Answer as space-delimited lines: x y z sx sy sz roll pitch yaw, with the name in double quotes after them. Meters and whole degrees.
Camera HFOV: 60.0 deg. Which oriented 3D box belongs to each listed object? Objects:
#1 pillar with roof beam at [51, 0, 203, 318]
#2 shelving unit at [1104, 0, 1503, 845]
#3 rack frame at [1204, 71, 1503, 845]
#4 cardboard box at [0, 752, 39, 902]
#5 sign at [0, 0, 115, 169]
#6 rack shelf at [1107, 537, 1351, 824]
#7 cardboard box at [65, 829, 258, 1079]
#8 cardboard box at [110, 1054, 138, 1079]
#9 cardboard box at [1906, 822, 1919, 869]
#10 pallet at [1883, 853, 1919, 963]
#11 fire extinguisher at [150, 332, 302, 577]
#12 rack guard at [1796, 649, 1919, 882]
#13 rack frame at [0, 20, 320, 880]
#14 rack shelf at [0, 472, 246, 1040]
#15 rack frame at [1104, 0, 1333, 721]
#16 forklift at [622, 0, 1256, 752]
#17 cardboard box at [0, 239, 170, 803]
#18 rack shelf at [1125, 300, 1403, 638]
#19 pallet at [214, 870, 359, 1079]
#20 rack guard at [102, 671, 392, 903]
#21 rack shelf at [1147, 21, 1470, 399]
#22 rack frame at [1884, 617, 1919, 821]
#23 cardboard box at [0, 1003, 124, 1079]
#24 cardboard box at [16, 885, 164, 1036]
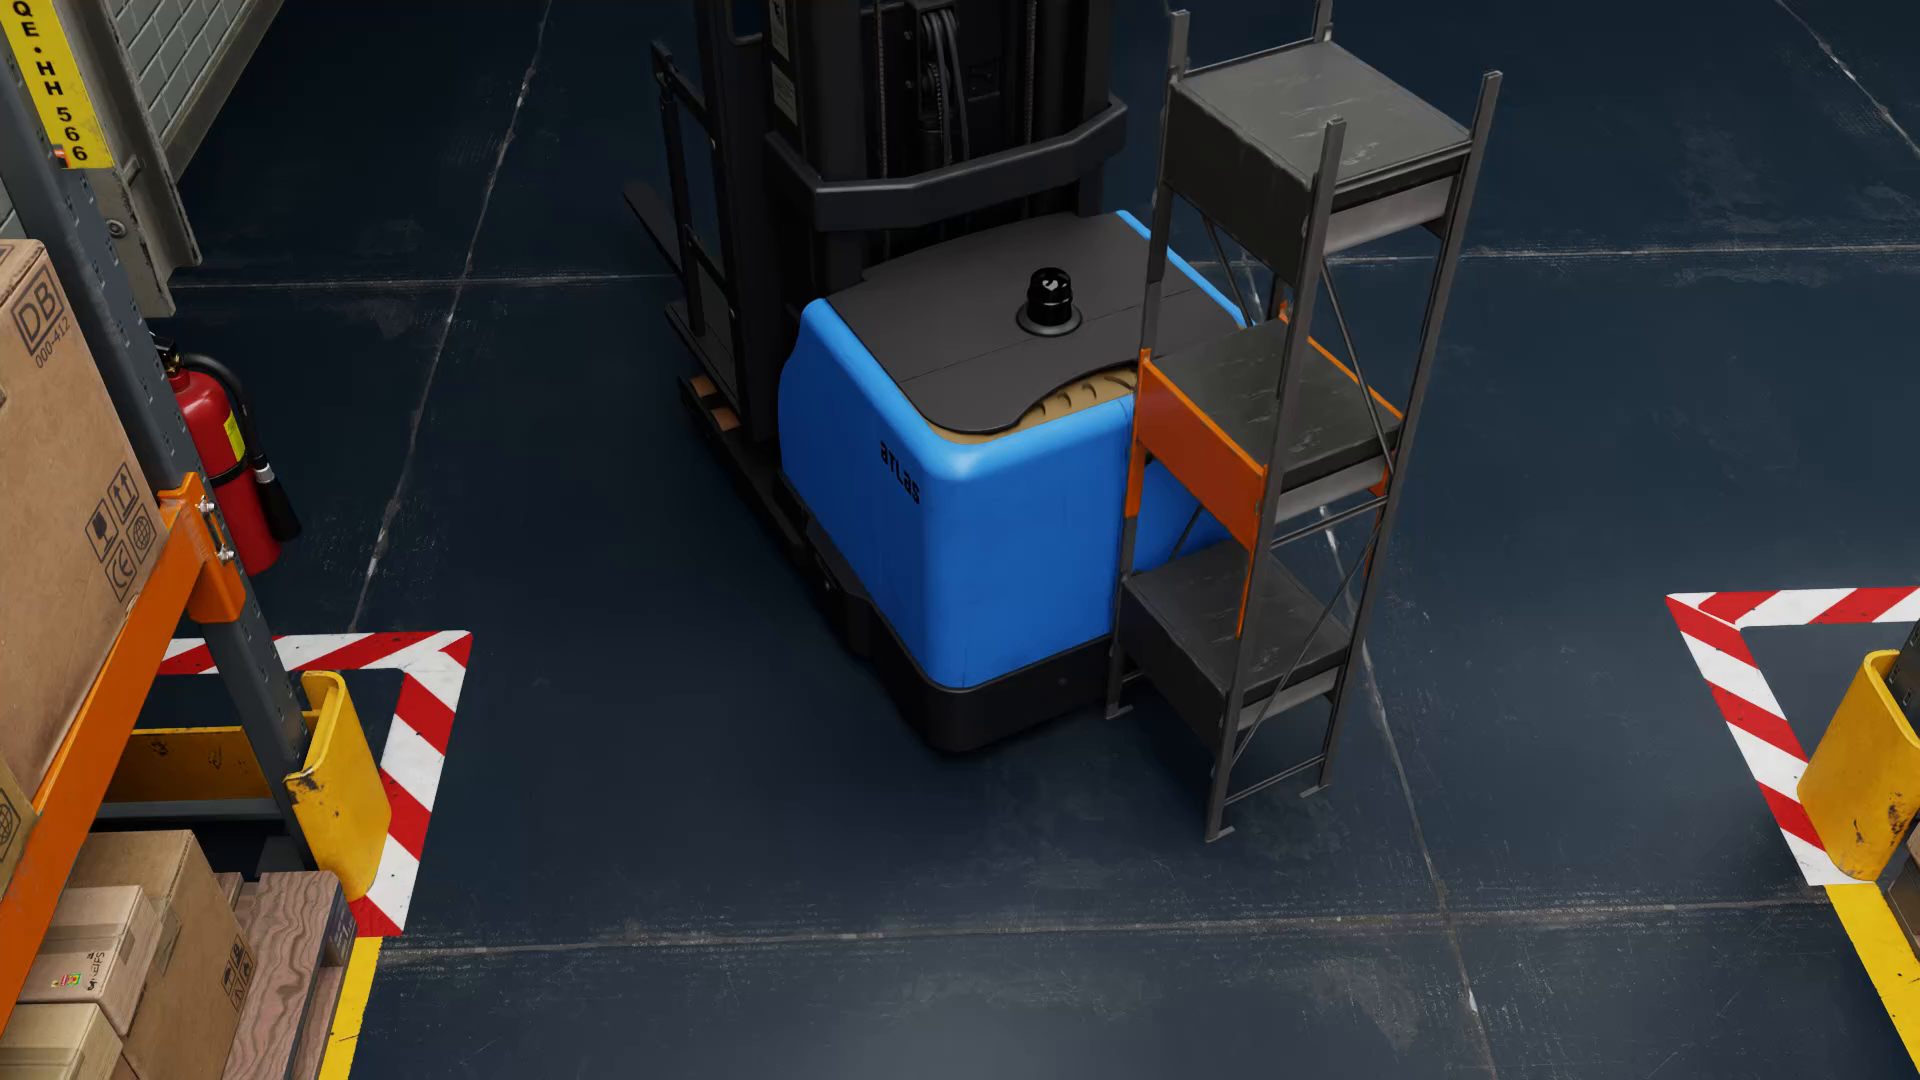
1.223 -4.396 3.386 9.100 9.000 0.400 -2 43 -2 "pillar with roof beam"
0.708 -0.181 3.891 0.431 2.100 0.503 -20 47 -21 "shelving unit"
0.825 -0.036 3.735 0.400 2.100 0.015 -20 47 -21 "rack frame"
-2.025 0.461 2.305 0.980 0.700 0.700 -2 43 -2 "cardboard box"
-1.556 -0.783 2.852 0.100 0.325 0.005 -2 43 -2 "sign"
0.705 0.341 4.377 0.431 0.518 0.480 -20 47 -21 "rack shelf"
-1.969 0.973 3.507 0.700 0.500 0.500 -2 43 -2 "cardboard box"
-1.948 1.311 3.139 0.700 0.500 0.500 -2 43 -2 "cardboard box"
2.524 0.774 3.970 0.380 0.149 0.250 -2 43 -2 "cardboard box"
2.888 1.210 3.774 1.003 0.211 1.213 -2 43 -2 "pallet"
-1.644 -0.212 3.595 0.296 0.674 0.183 -2 43 -2 "fire extinguisher"
2.853 0.565 4.263 1.175 0.500 0.348 -2 43 -2 "rack guard"
-2.099 -0.263 3.317 1.000 3.000 0.127 -2 43 -2 "rack frame"
-2.014 1.352 2.087 1.077 0.370 4.000 -2 43 -2 "rack shelf"
0.590 -0.327 4.047 0.400 2.100 0.015 -20 47 -21 "rack frame"
-0.298 -1.496 4.713 1.130 2.935 3.031 -20 46 -20 "forklift"
-2.067 -0.029 2.840 0.980 0.700 0.700 0 43 0 "cardboard box"
0.708 -0.171 3.900 0.431 0.518 0.480 -20 47 -21 "rack shelf"
-1.987 1.303 3.673 1.003 0.211 1.213 -2 43 -2 "pallet"
-2.100 0.642 4.179 1.175 0.500 0.348 -2 43 -2 "rack guard"
0.710 -0.684 3.424 0.431 0.518 0.480 -20 47 -21 "rack shelf"
2.850 -0.408 3.475 1.000 3.000 0.127 -2 43 -2 "rack frame"
-1.770 0.988 3.011 0.380 0.149 0.250 -1 43 -1 "cardboard box"
-1.782 0.816 3.199 0.380 0.149 0.250 -2 43 -2 "cardboard box"
